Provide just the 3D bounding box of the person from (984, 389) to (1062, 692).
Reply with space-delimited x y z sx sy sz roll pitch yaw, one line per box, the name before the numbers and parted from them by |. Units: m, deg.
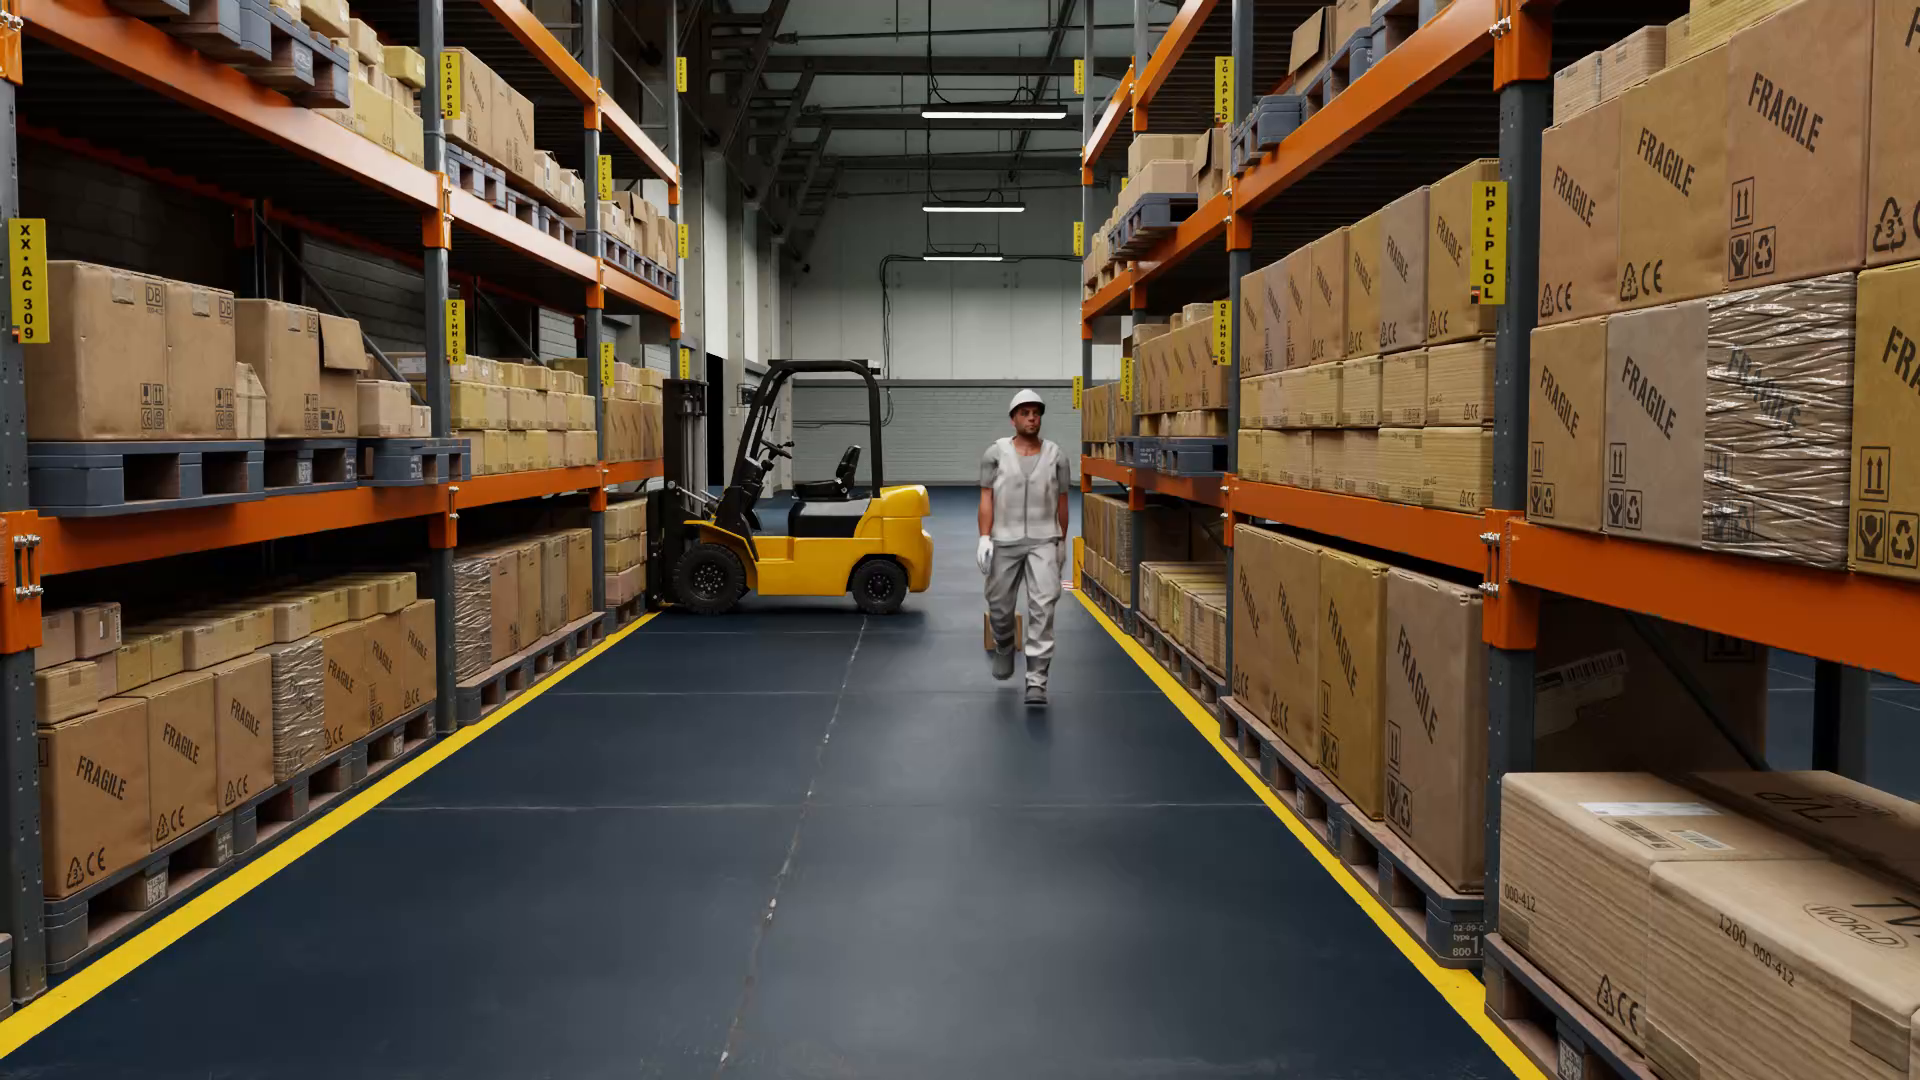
person | 11.482 -1.038 26.183 22.166 1.780 34.439 0 4 1
